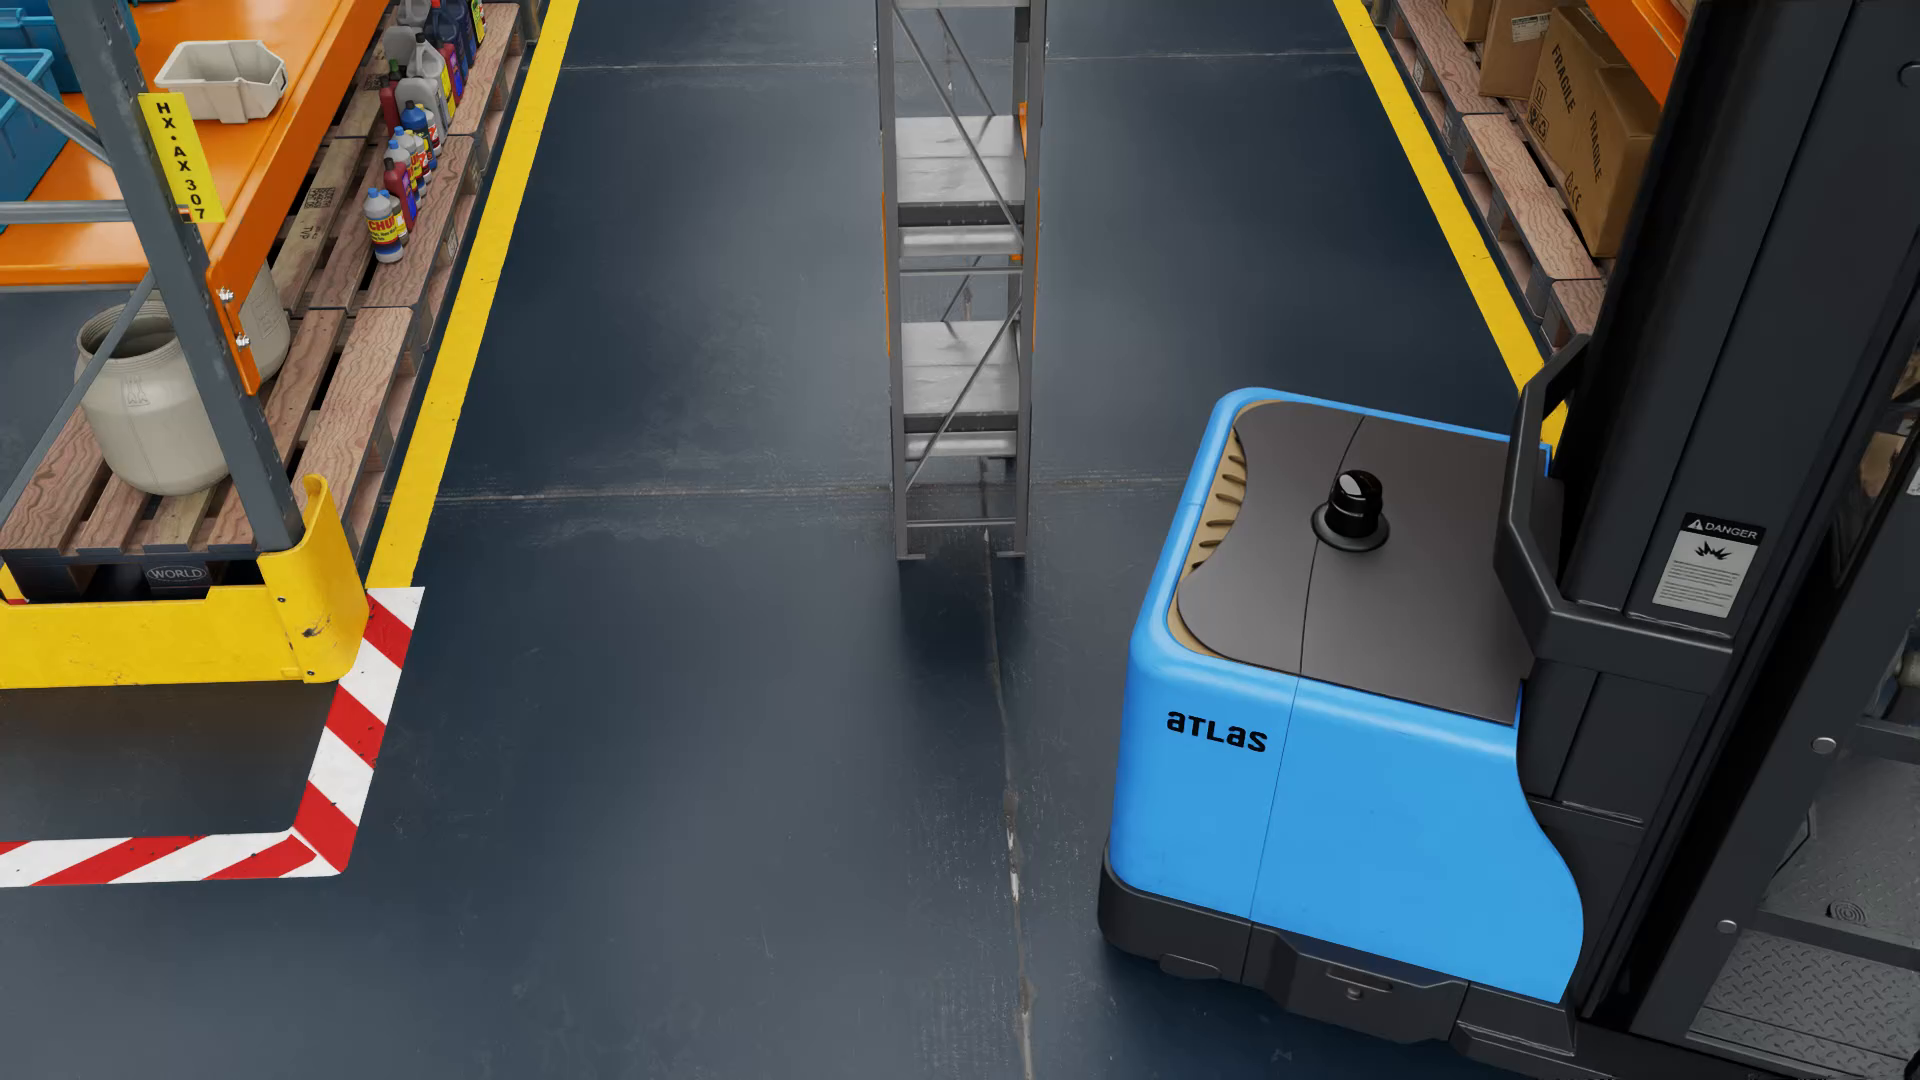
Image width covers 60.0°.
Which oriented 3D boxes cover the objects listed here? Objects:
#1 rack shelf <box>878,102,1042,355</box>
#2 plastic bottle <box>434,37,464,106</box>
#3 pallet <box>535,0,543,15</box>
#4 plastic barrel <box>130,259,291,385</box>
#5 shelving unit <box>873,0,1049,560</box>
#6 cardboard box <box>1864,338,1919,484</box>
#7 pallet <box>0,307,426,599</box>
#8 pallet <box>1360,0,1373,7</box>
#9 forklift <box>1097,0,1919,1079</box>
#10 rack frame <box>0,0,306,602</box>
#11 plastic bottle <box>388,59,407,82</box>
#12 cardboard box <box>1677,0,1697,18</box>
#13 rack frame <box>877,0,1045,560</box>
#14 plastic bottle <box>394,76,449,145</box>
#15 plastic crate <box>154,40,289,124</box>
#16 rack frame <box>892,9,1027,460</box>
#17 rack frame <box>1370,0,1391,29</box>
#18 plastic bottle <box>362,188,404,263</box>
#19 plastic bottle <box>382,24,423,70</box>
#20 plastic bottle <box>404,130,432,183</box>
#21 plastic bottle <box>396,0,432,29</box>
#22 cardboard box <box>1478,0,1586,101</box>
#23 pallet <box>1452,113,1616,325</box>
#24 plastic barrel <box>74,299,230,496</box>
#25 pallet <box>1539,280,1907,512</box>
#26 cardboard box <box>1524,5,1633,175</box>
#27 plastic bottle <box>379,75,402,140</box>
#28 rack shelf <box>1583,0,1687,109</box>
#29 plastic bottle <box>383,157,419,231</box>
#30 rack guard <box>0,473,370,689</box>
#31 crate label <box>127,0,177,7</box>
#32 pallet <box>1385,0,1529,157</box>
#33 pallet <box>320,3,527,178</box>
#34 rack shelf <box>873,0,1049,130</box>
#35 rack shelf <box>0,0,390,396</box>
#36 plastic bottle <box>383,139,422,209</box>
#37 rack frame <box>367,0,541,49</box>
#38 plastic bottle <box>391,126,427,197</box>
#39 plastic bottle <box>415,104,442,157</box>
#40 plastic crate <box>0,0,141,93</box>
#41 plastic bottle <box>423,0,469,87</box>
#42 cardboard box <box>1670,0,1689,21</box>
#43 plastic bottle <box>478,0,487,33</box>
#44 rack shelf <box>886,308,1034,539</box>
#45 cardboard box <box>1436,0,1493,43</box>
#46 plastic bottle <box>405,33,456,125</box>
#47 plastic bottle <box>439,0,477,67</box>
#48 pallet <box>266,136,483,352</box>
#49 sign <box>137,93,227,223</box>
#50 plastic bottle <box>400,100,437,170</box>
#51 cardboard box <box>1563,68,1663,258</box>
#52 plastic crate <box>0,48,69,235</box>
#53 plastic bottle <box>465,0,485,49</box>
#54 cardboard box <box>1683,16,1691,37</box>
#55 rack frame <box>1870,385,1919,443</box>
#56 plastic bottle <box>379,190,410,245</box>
[{"bbox_3d":[-0.007,-0.876,4.672,0.431,0.518,0.480,-2,43,-2],"label":"rack shelf"},{"bbox_3d":[-2.107,-1.943,6.835,0.061,0.283,0.133,1,43,1],"label":"plastic bottle"},{"bbox_3d":[-2.551,-2.948,8.310,1.003,0.211,1.213,-2,43,-2],"label":"pallet"},{"bbox_3d":[-2.434,-0.765,5.395,0.421,0.512,0.421,0,43,0],"label":"plastic barrel"},{"bbox_3d":[-0.007,-0.886,4.662,0.431,2.100,0.503,-2,43,-2],"label":"shelving unit"},{"bbox_3d":[2.630,-0.544,5.163,0.500,0.500,0.500,6,43,6],"label":"cardboard box"},{"bbox_3d":[-2.388,-0.317,5.440,1.003,0.211,1.213,-2,43,-2],"label":"pallet"},{"bbox_3d":[2.435,-3.087,8.461,1.003,0.211,1.213,-2,43,-2],"label":"pallet"},{"bbox_3d":[1.914,-0.056,3.142,3.031,2.935,1.130,13,44,14],"label":"forklift"},{"bbox_3d":[-2.309,-0.747,3.845,1.000,3.000,0.127,-2,43,-2],"label":"rack frame"},{"bbox_3d":[-2.243,-1.813,6.693,0.061,0.283,0.133,-2,43,-2],"label":"plastic bottle"},{"bbox_3d":[2.503,-1.741,4.636,0.875,0.500,0.500,-2,43,-2],"label":"cardboard box"},{"bbox_3d":[0.003,-0.721,4.483,0.400,2.100,0.015,-2,43,-2],"label":"rack frame"},{"bbox_3d":[-2.139,-1.721,6.598,0.152,0.276,0.135,-1,43,-1],"label":"plastic bottle"},{"bbox_3d":[-2.025,-1.263,4.603,0.298,0.136,0.250,-2,43,-2],"label":"plastic crate"},{"bbox_3d":[-0.017,-1.051,4.842,0.400,2.100,0.015,-2,43,-2],"label":"rack frame"},{"bbox_3d":[2.470,-3.589,6.946,1.000,3.000,0.127,-2,43,-2],"label":"rack frame"},{"bbox_3d":[-2.075,-1.136,5.963,0.097,0.271,0.097,0,43,0],"label":"plastic bottle"},{"bbox_3d":[-2.302,-2.028,6.933,0.152,0.276,0.135,-2,43,-2],"label":"plastic bottle"},{"bbox_3d":[-2.098,-1.476,6.386,0.097,0.201,0.097,0,43,0],"label":"plastic bottle"},{"bbox_3d":[-2.307,-2.202,7.067,0.144,0.351,0.185,-2,43,-2],"label":"plastic bottle"},{"bbox_3d":[2.479,-2.165,6.931,0.500,0.500,0.500,11,44,12],"label":"cardboard box"},{"bbox_3d":[2.588,-1.283,6.494,1.003,0.211,1.213,-2,43,-2],"label":"pallet"},{"bbox_3d":[-2.413,-0.426,5.026,0.421,0.512,0.421,0,43,0],"label":"plastic barrel"},{"bbox_3d":[2.637,-0.462,5.597,1.003,0.211,1.213,-2,43,-2],"label":"pallet"},{"bbox_3d":[2.584,-1.748,6.476,0.500,0.500,0.500,-5,43,-6],"label":"cardboard box"},{"bbox_3d":[-2.245,-1.721,6.592,0.061,0.283,0.133,-2,43,-2],"label":"plastic bottle"},{"bbox_3d":[2.555,-1.974,5.716,1.077,0.370,4.000,-2,43,-2],"label":"rack shelf"},{"bbox_3d":[-2.066,-1.294,6.126,0.061,0.283,0.133,-1,43,-1],"label":"plastic bottle"},{"bbox_3d":[-2.359,0.125,4.744,1.175,0.500,0.348,-2,43,-2],"label":"rack guard"},{"bbox_3d":[-2.657,-1.994,5.180,0.502,0.435,0.616,-2,43,-2],"label":"crate label"},{"bbox_3d":[2.534,-2.109,7.394,1.003,0.211,1.213,-2,43,-2],"label":"pallet"},{"bbox_3d":[-2.492,-1.964,7.237,1.003,0.211,1.213,-2,43,-2],"label":"pallet"},{"bbox_3d":[-0.007,-1.392,4.199,0.431,0.518,0.480,-2,43,-2],"label":"rack shelf"},{"bbox_3d":[-2.394,-1.832,5.561,1.077,0.370,4.000,-2,43,-2],"label":"rack shelf"},{"bbox_3d":[-2.089,-1.367,6.215,0.097,0.271,0.097,0,43,0],"label":"plastic bottle"},{"bbox_3d":[-2.479,-3.447,6.791,1.000,3.000,0.127,-2,43,-2],"label":"rack frame"},{"bbox_3d":[-2.093,-1.435,6.289,0.097,0.271,0.097,0,43,0],"label":"plastic bottle"},{"bbox_3d":[-2.106,-1.615,6.537,0.097,0.201,0.097,0,43,0],"label":"plastic bottle"},{"bbox_3d":[-2.651,-1.460,4.733,0.499,0.251,0.408,-2,43,-2],"label":"plastic crate"},{"bbox_3d":[-2.155,-2.077,6.930,0.144,0.351,0.185,-4,43,-4],"label":"plastic bottle"},{"bbox_3d":[2.385,-1.658,5.025,0.380,0.149,0.250,-2,43,-2],"label":"cardboard box"},{"bbox_3d":[-2.152,-2.342,7.330,0.097,0.201,0.097,0,43,0],"label":"plastic bottle"},{"bbox_3d":[-0.007,-0.360,5.145,0.431,0.518,0.480,-2,43,-2],"label":"rack shelf"},{"bbox_3d":[2.447,-2.551,7.353,0.500,0.500,0.500,-3,43,-3],"label":"cardboard box"},{"bbox_3d":[-2.142,-1.859,6.693,0.144,0.351,0.185,-2,43,-2],"label":"plastic bottle"},{"bbox_3d":[-2.163,-2.206,7.072,0.144,0.351,0.185,-3,43,-3],"label":"plastic bottle"},{"bbox_3d":[-2.437,-1.139,6.336,1.003,0.211,1.213,-2,43,-2],"label":"pallet"},{"bbox_3d":[-1.759,-0.862,3.765,0.100,0.325,0.005,-2,43,-2],"label":"sign"},{"bbox_3d":[-2.102,-1.572,6.438,0.097,0.271,0.097,0,43,0],"label":"plastic bottle"},{"bbox_3d":[2.563,-1.370,6.064,0.500,0.500,0.500,2,43,2],"label":"cardboard box"},{"bbox_3d":[-2.629,-1.021,4.254,0.499,0.251,0.616,-2,43,-2],"label":"plastic crate"},{"bbox_3d":[-2.129,-2.293,7.216,0.061,0.283,0.133,0,43,0],"label":"plastic bottle"},{"bbox_3d":[2.354,-1.488,4.839,0.380,0.149,0.250,-2,43,-2],"label":"cardboard box"},{"bbox_3d":[2.640,-0.889,4.000,1.000,3.000,0.127,-2,43,-2],"label":"rack frame"},{"bbox_3d":[-2.079,-1.180,6.063,0.097,0.201,0.097,0,43,0],"label":"plastic bottle"}]
